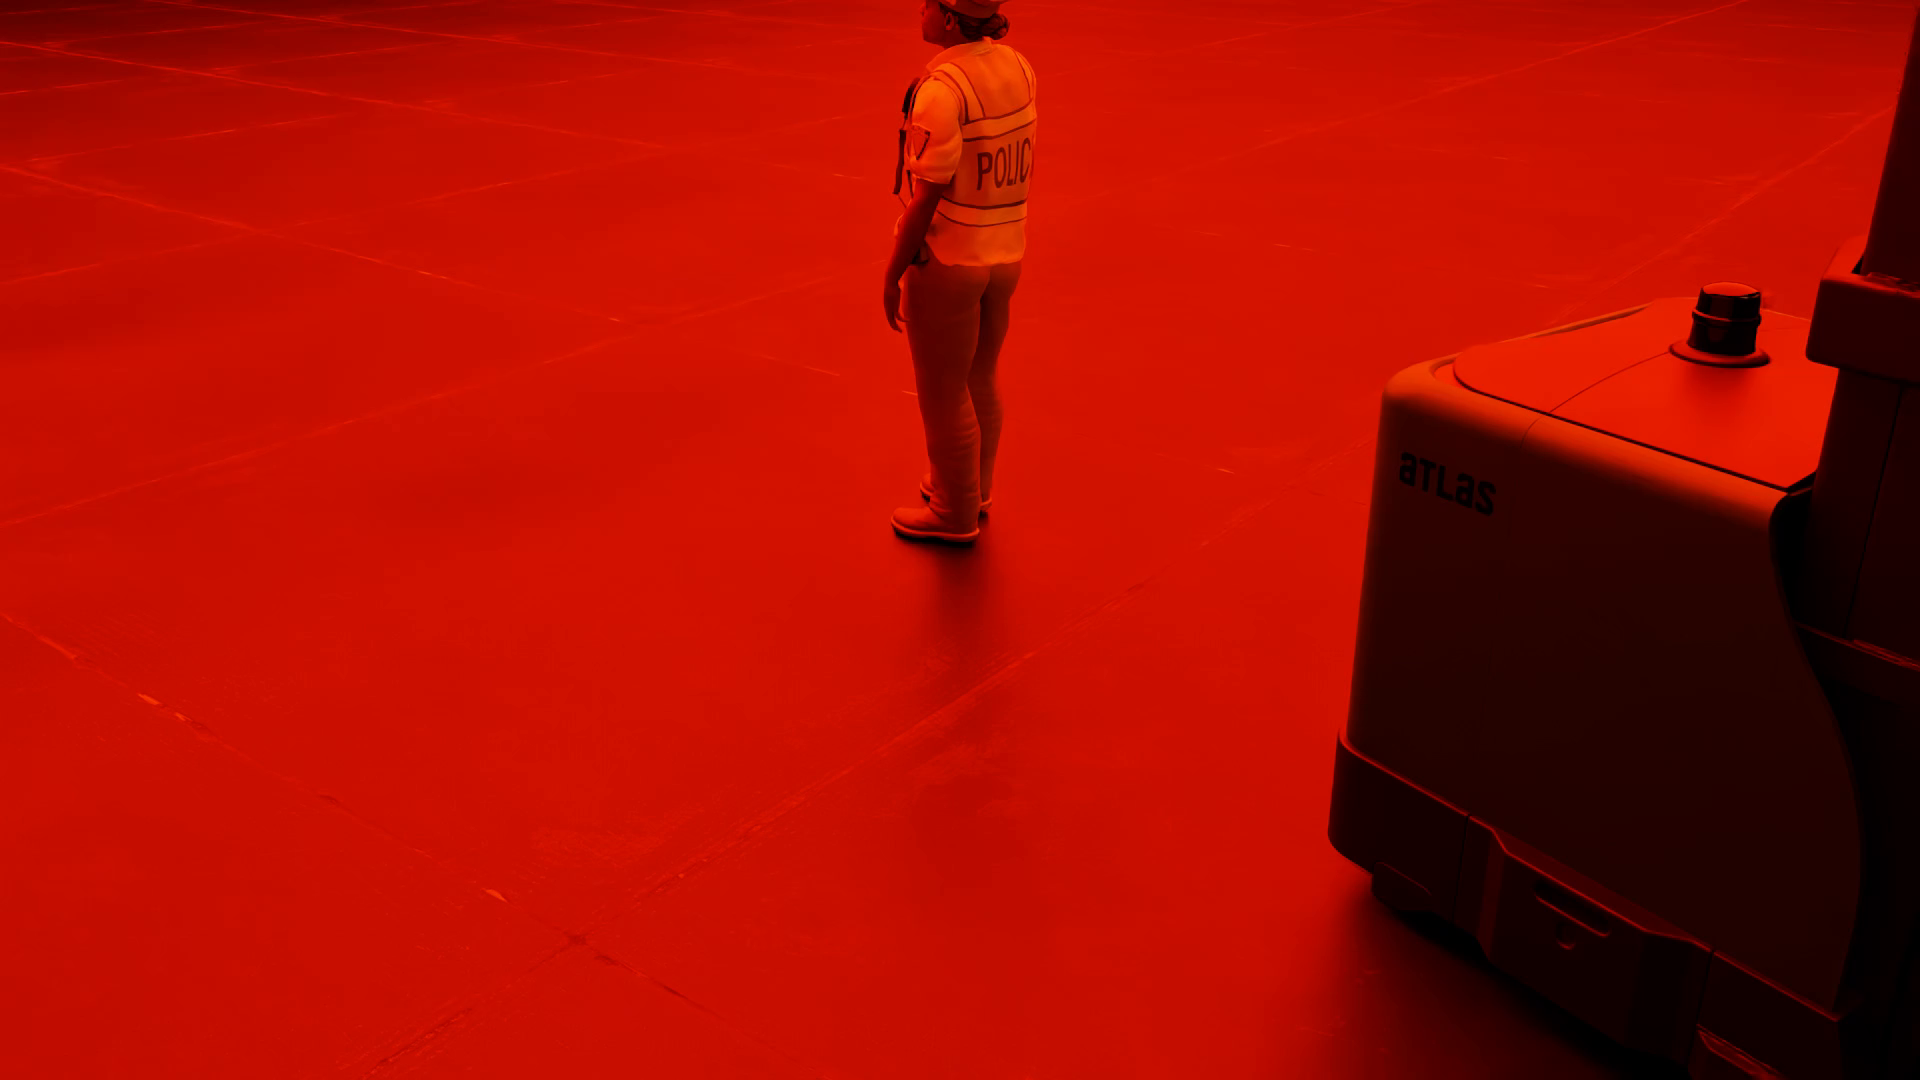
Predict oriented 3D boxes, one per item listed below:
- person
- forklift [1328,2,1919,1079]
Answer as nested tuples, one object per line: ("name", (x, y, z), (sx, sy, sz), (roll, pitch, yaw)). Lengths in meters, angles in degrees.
("person", (-0.047, -0.808, 4.730), (0.530, 1.695, 0.569), (17, 29, 34))
("forklift", (2.019, -0.303, 2.028), (1.130, 2.935, 3.031), (-16, 28, -32))
